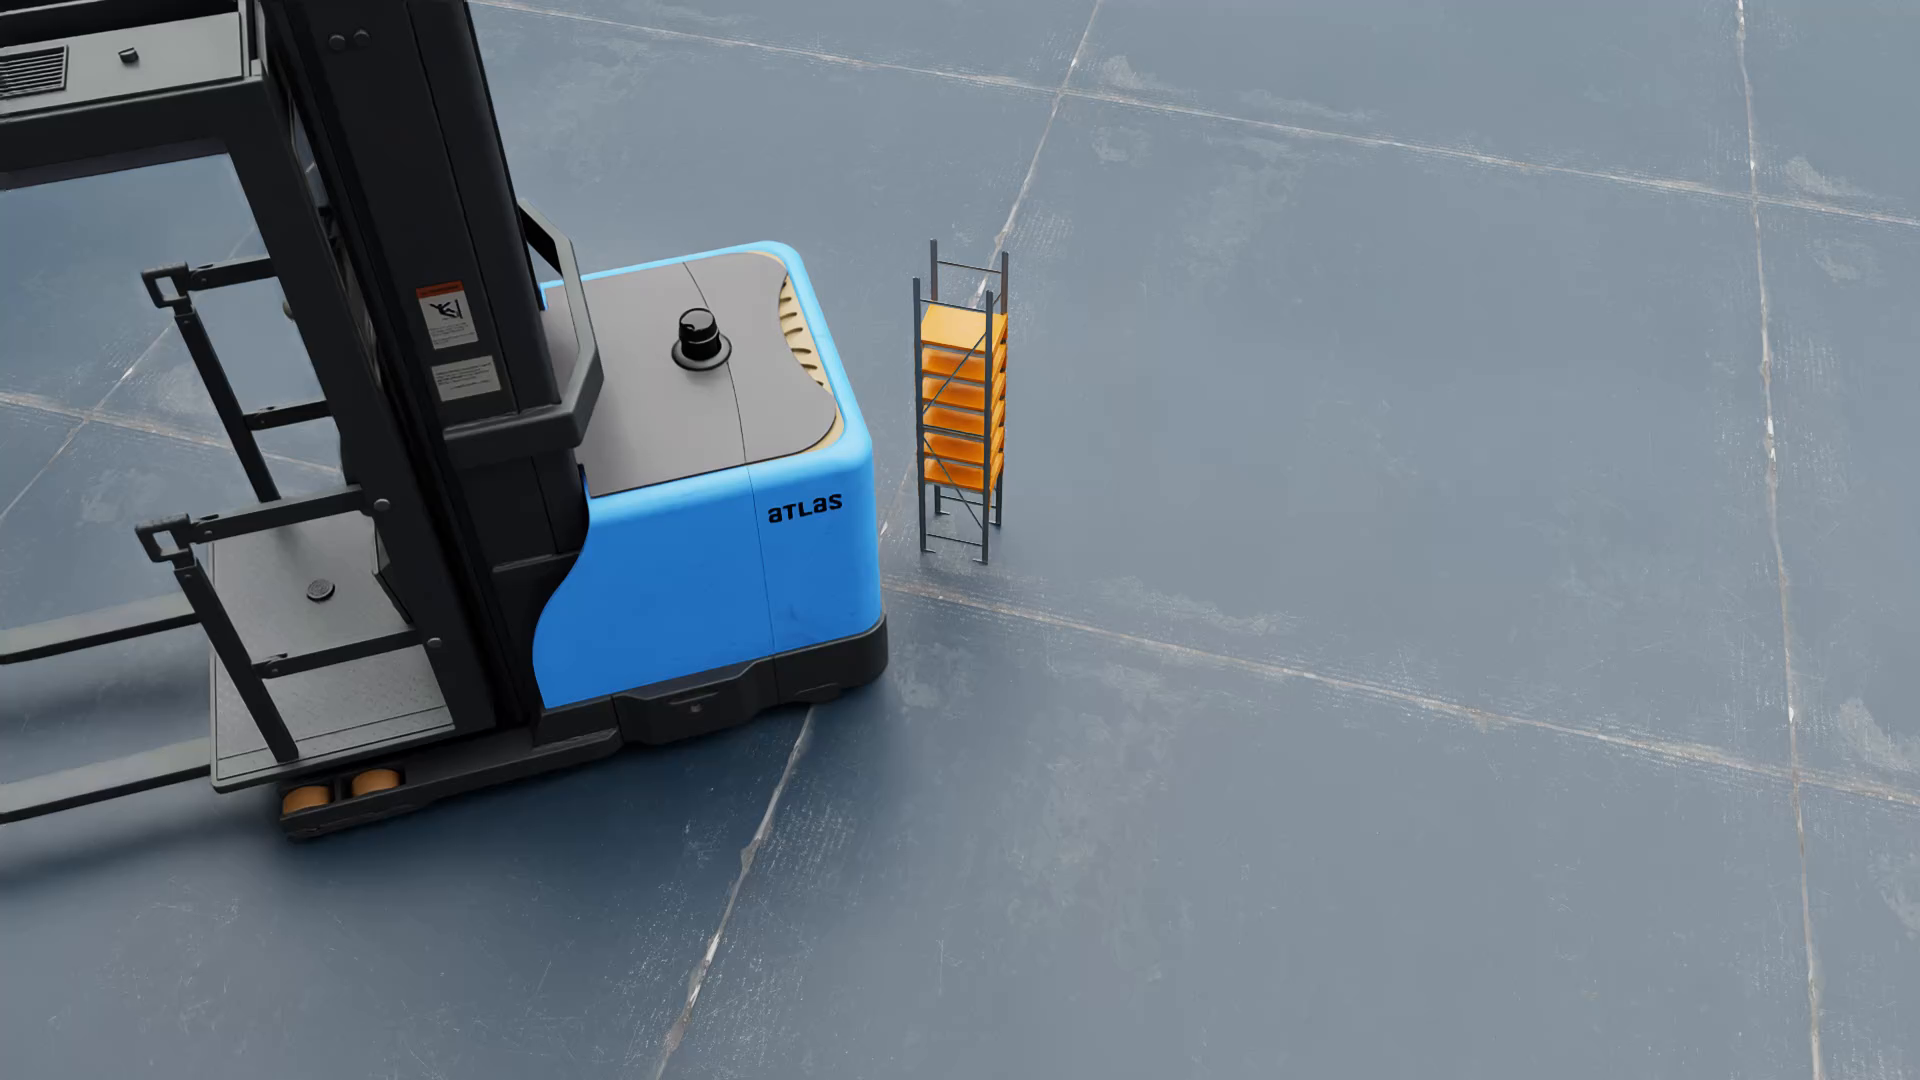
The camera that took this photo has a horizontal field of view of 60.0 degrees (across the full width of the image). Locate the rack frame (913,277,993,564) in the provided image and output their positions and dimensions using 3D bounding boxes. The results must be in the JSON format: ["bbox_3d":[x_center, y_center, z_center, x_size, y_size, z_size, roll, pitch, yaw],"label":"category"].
[{"bbox_3d":[-0.020,-0.341,5.251,0.240,1.200,0.006,12,50,10],"label":"rack frame"}]

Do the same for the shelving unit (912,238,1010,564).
[{"bbox_3d":[0.004,-0.407,5.309,0.258,1.200,0.189,12,50,10],"label":"shelving unit"}]

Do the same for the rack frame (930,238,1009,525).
[{"bbox_3d":[0.028,-0.474,5.368,0.240,1.200,0.006,12,50,10],"label":"rack frame"}]

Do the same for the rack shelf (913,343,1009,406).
[{"bbox_3d":[0.004,-0.537,5.163,0.258,0.103,0.180,12,50,10],"label":"rack shelf"}]

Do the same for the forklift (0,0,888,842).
[{"bbox_3d":[-1.804,-0.530,4.263,3.031,2.935,1.130,-13,50,-11],"label":"forklift"}]

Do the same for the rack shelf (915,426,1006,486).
[{"bbox_3d":[0.004,-0.299,5.433,0.258,0.103,0.180,12,50,10],"label":"rack shelf"}]

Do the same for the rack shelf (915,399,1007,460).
[{"bbox_3d":[0.004,-0.378,5.343,0.258,0.103,0.180,12,50,10],"label":"rack shelf"}]

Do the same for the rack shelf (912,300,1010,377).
[{"bbox_3d":[0.004,-0.616,5.073,0.258,0.103,0.180,12,50,10],"label":"rack shelf"}]

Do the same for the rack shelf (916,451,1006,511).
[{"bbox_3d":[0.004,-0.219,5.523,0.258,0.103,0.180,12,50,10],"label":"rack shelf"}]

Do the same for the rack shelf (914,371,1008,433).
[{"bbox_3d":[0.004,-0.458,5.253,0.258,0.103,0.180,12,50,10],"label":"rack shelf"}]
